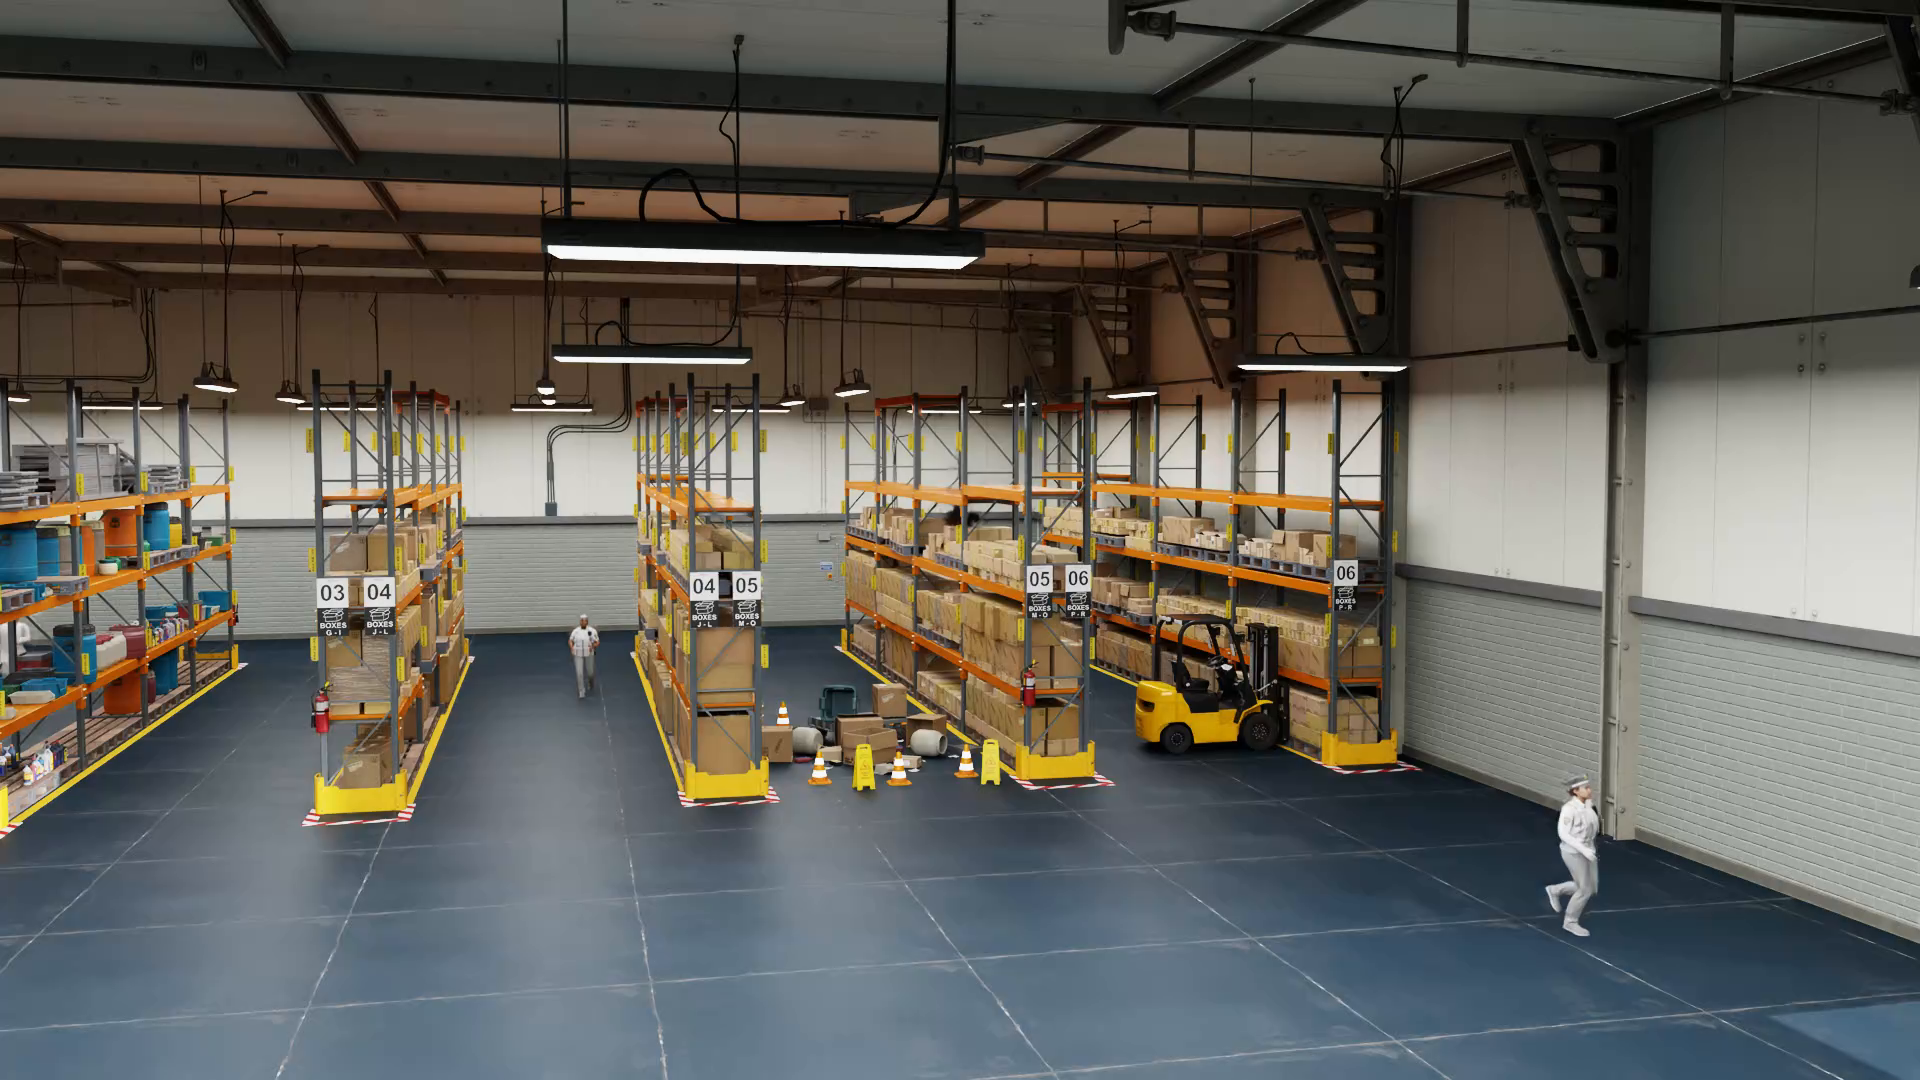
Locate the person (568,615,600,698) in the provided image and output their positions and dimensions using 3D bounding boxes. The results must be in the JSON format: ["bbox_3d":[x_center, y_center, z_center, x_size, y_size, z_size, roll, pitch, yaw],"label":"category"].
[{"bbox_3d":[-7.460,2.290,32.939,0.599,1.621,0.687,-1,3,-9],"label":"person"}]

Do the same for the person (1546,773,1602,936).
[{"bbox_3d":[6.302,3.196,17.057,0.626,1.670,0.624,-3,4,-41],"label":"person"}]

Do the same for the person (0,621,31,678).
[{"bbox_3d":[-18.407,2.256,32.286,0.673,1.800,0.773,-2,4,-27],"label":"person"}]
